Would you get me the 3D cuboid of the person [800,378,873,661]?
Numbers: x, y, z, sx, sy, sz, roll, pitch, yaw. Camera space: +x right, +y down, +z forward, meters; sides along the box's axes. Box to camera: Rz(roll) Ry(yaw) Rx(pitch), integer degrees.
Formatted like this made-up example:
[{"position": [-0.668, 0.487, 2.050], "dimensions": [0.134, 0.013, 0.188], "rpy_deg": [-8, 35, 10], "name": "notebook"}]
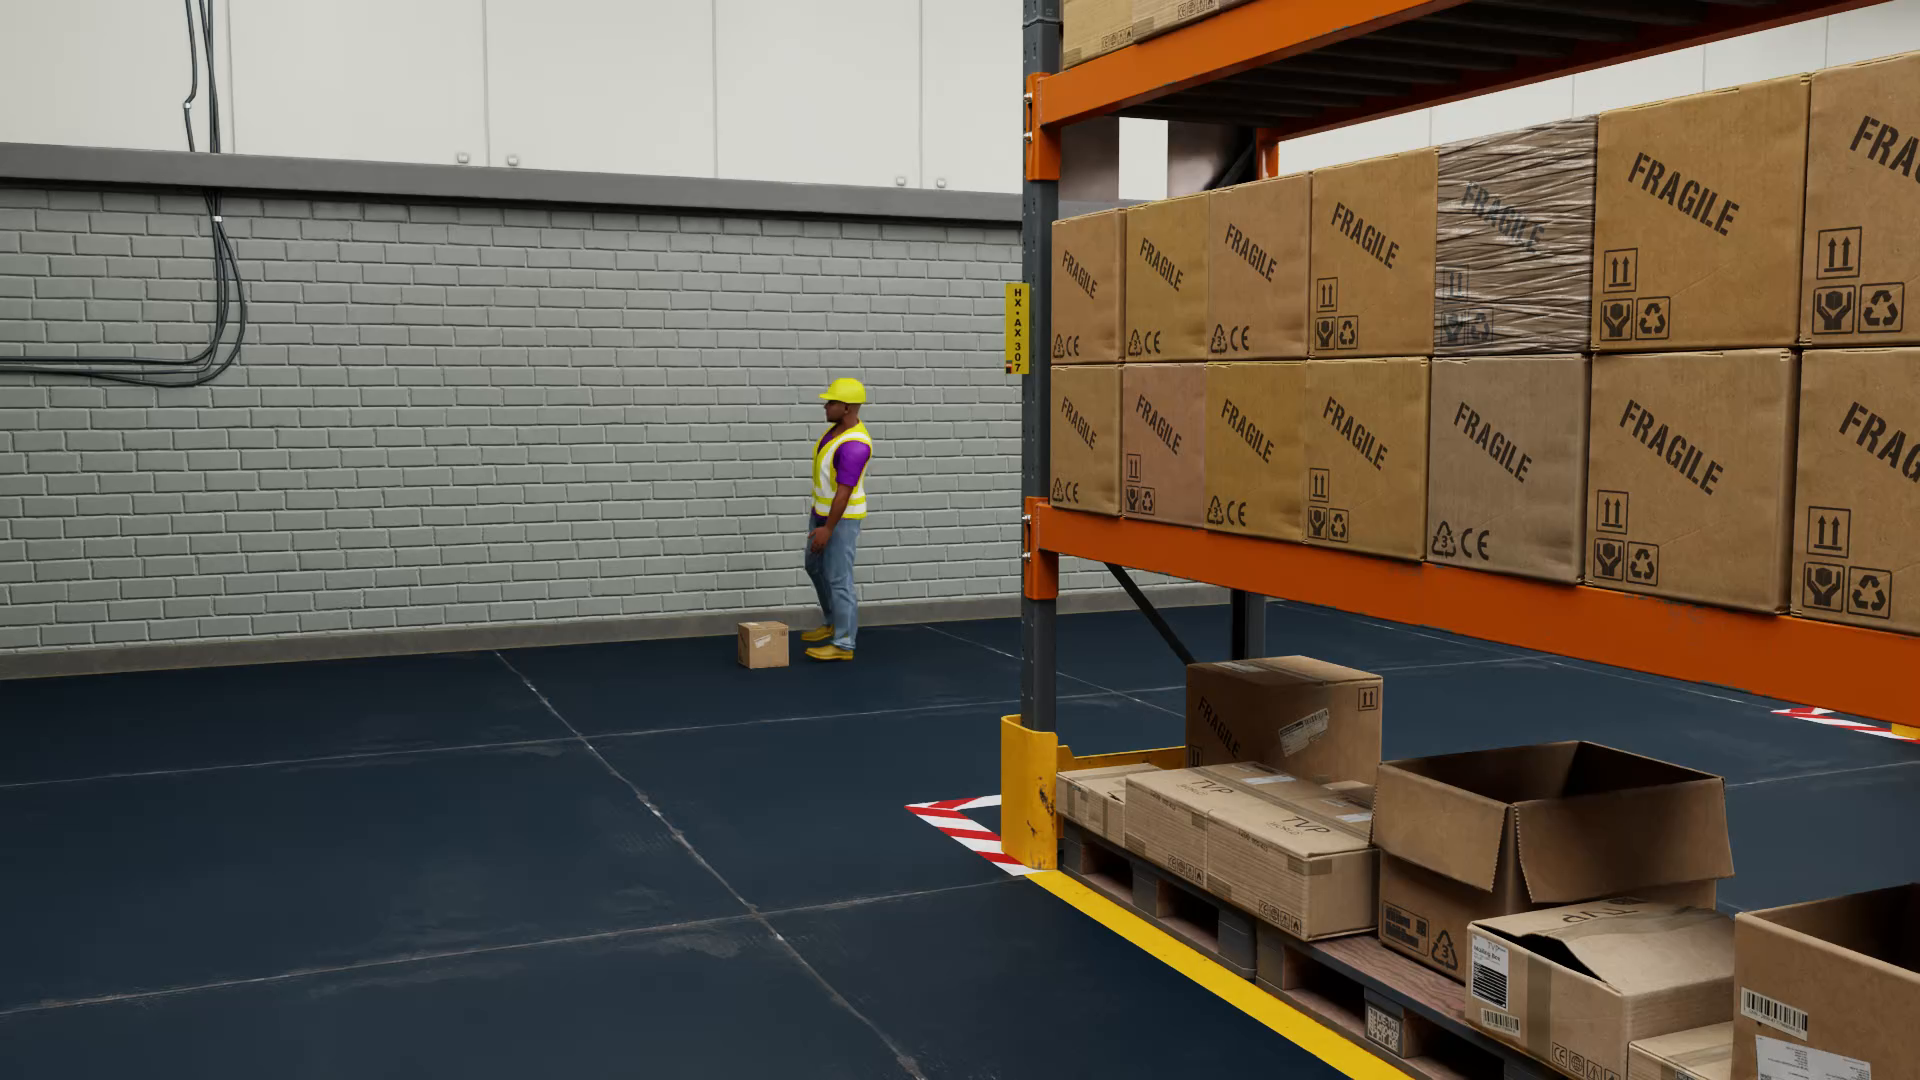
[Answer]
[{"position": [-0.821, -0.130, 10.466], "dimensions": [0.426, 1.770, 0.815], "rpy_deg": [-2, 6, -24], "name": "person"}]
